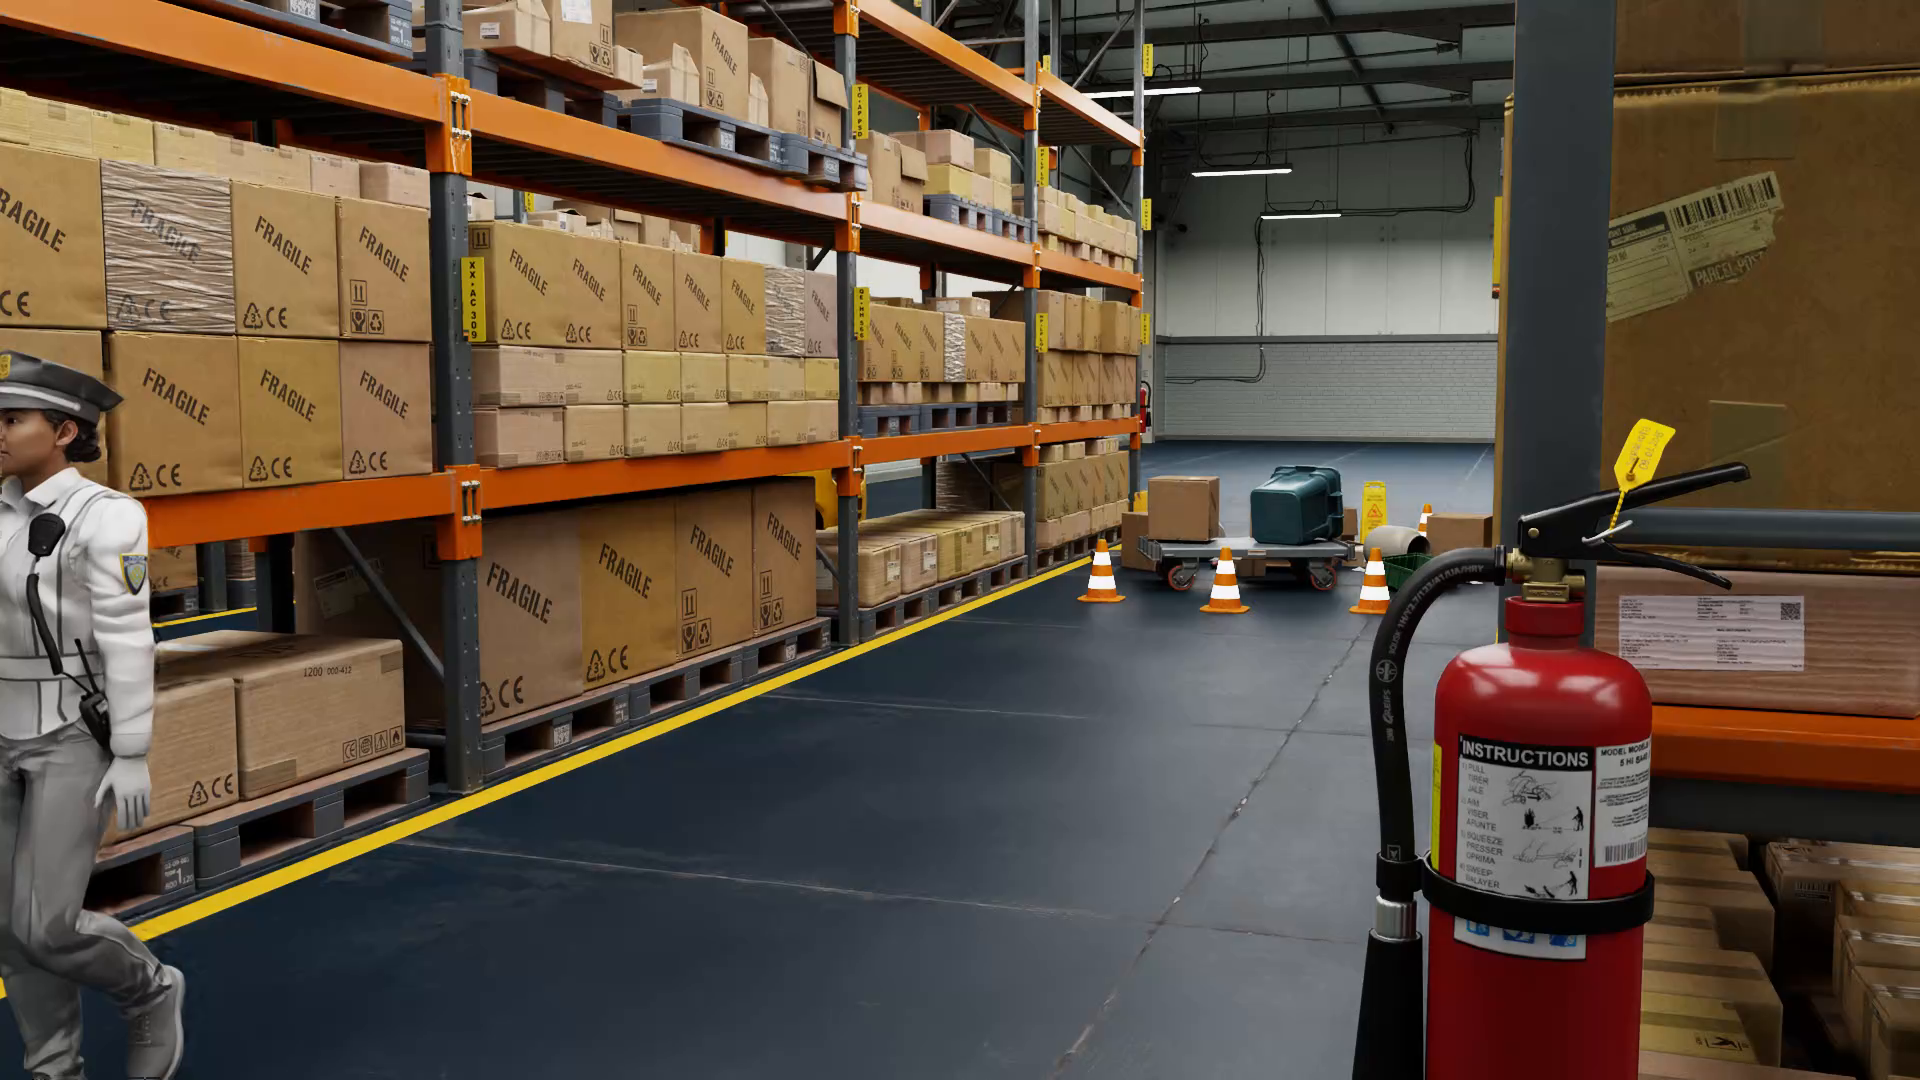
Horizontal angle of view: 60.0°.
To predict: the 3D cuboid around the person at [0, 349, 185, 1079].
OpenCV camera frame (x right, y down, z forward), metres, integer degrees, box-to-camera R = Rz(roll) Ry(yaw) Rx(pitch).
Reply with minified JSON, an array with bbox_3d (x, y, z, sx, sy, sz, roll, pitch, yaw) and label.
[{"bbox_3d":[-1.947,0.439,3.571,0.506,1.685,0.465,2,6,17],"label":"person"}]
